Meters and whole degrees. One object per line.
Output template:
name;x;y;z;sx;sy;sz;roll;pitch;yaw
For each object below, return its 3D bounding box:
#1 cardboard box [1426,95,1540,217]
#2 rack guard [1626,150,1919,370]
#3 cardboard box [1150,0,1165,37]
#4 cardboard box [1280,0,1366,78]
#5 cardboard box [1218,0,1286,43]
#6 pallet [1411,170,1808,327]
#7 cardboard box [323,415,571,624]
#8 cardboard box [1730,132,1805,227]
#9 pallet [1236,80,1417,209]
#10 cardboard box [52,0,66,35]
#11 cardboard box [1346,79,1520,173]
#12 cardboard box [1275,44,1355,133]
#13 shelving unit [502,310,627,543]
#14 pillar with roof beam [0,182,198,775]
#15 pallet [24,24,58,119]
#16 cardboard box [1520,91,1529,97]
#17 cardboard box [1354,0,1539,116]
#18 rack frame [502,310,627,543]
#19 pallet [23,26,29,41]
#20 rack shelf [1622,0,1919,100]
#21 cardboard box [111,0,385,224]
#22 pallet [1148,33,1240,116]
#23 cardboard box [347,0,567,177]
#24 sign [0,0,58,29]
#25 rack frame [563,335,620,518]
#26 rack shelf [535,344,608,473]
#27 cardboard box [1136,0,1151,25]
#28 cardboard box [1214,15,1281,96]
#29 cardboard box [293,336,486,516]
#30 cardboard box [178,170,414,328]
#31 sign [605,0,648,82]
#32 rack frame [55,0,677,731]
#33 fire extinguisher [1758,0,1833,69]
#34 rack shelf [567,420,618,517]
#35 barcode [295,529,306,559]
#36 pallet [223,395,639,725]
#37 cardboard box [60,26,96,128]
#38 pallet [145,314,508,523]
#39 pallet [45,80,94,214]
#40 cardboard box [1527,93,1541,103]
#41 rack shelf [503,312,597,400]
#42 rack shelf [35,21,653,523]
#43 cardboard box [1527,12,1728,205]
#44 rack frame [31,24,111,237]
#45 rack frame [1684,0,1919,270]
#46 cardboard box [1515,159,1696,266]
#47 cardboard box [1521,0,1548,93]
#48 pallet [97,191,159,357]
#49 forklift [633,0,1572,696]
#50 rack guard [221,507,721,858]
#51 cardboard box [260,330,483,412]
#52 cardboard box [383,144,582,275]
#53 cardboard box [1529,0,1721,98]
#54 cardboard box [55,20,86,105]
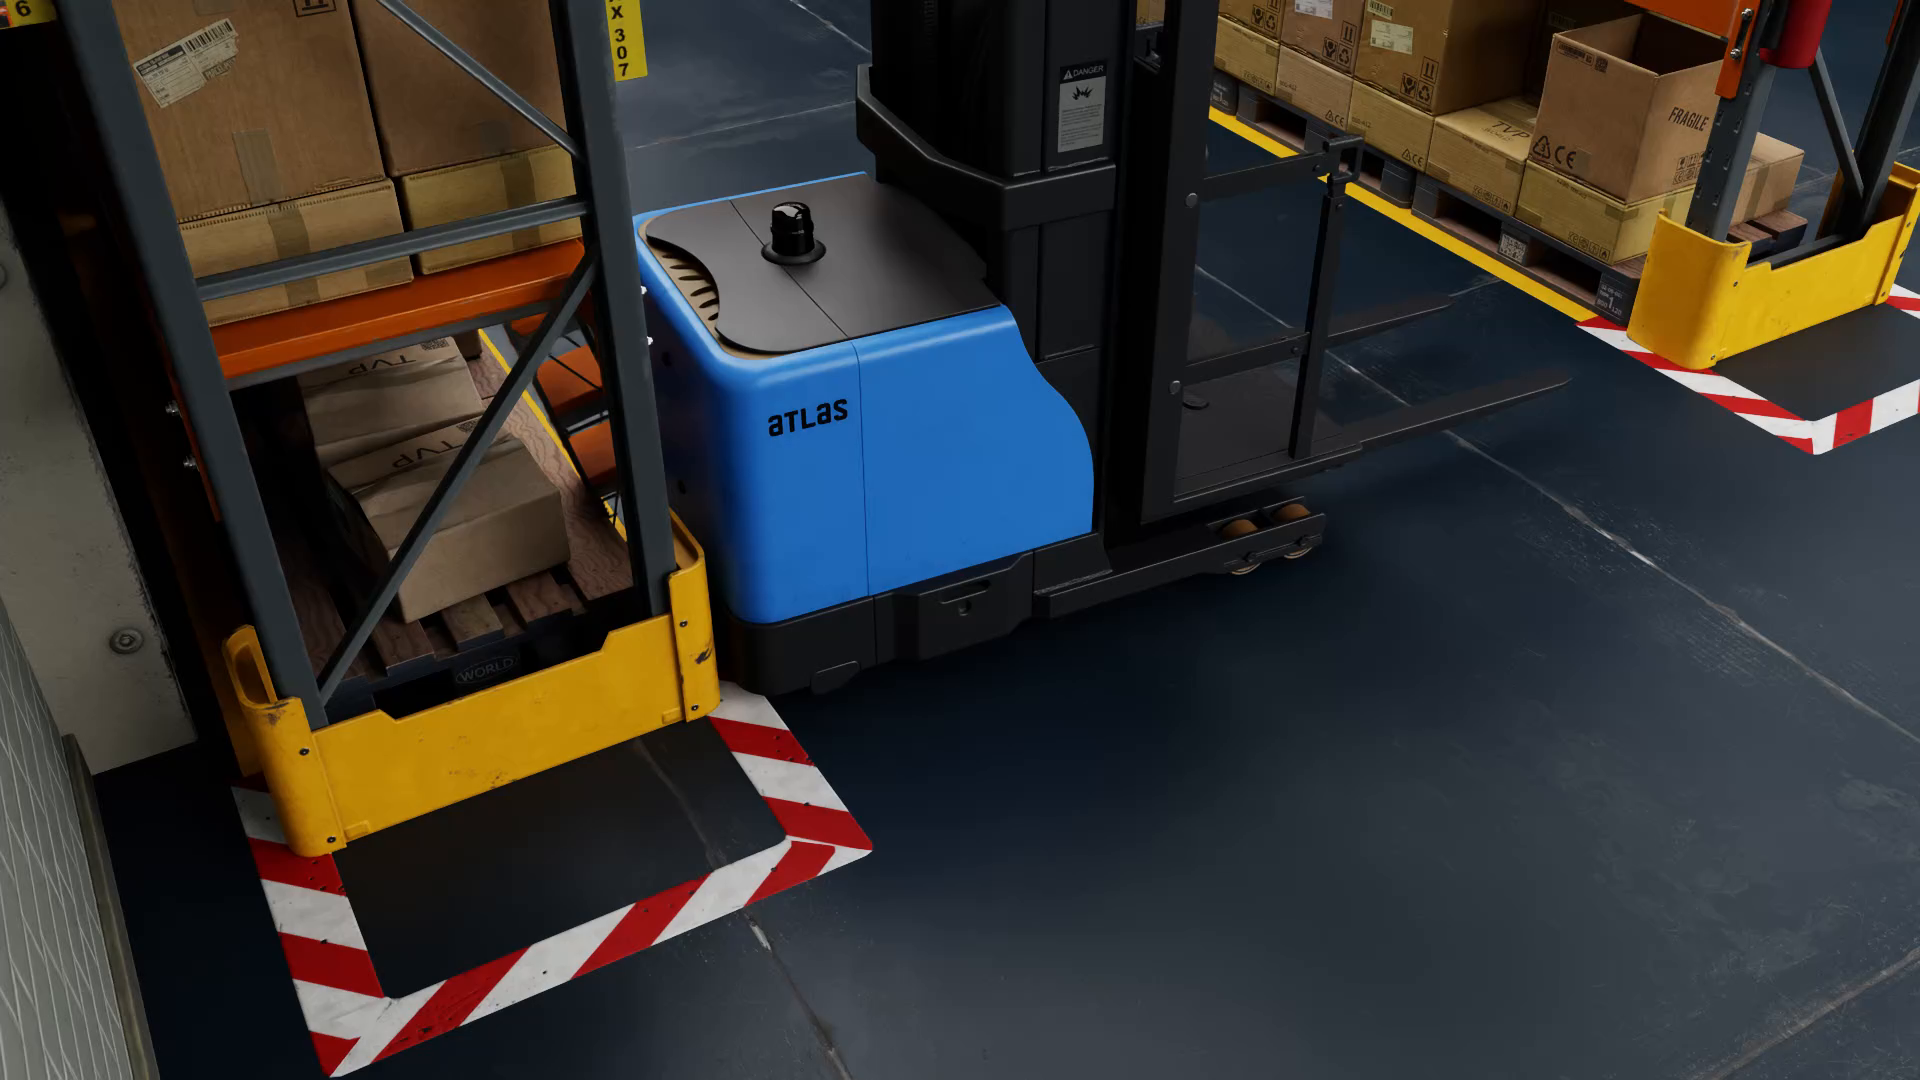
cardboard box;2.298;-1.591;6.860;0.500;0.250;0.500;-19;40;-24
rack guard;3.096;-1.072;6.295;1.175;0.500;0.348;-19;40;-24
cardboard box;1.292;-2.610;8.256;0.500;0.250;0.500;-19;40;-24
cardboard box;1.792;-2.402;7.336;0.500;0.500;0.500;-19;40;-24
cardboard box;1.539;-2.657;7.684;0.500;0.500;0.500;-19;40;-24
pallet;2.664;-1.346;6.913;1.003;0.211;1.213;-19;40;-24
cardboard box;-1.467;-0.096;4.745;0.500;0.311;0.500;-24;42;-29
cardboard box;3.007;-1.493;6.726;0.500;0.250;0.500;-19;40;-24
pallet;2.055;-1.967;7.764;1.003;0.211;1.213;-19;40;-24
cardboard box;-2.126;-1.574;4.336;0.500;0.500;0.500;-20;41;-25
cardboard box;2.045;-1.845;7.208;0.500;0.250;0.500;-19;40;-24
cardboard box;1.795;-2.101;7.558;0.500;0.250;0.500;-19;40;-24
shelving unit;-1.103;-0.406;4.871;0.215;1.050;0.252;-25;44;-9
pillar with roof beam;1.426;-4.423;3.677;9.100;9.000;0.400;-19;40;-24
pallet;-4.216;-2.558;8.573;1.003;0.211;1.213;-19;40;-24
cardboard box;2.502;-2.002;7.423;0.500;0.250;0.500;-19;40;-24
cardboard box;2.042;-2.147;6.986;0.500;0.500;0.500;-19;40;-24
rack frame;-1.056;-0.335;4.784;0.200;1.050;0.008;-25;44;-9
pallet;-4.825;-3.179;9.424;1.003;0.211;1.213;-19;40;-24
rack shelf;2.079;-2.824;7.183;1.077;0.370;4.000;-19;40;-24
cardboard box;-1.618;-1.052;3.622;0.500;0.500;0.500;-19;40;-24
pallet;1.438;-2.590;8.617;1.003;0.211;1.213;-19;40;-24
cardboard box;-1.177;-1.207;3.834;0.500;0.500;0.500;-19;40;-24
sign;-1.687;-1.065;2.916;0.100;0.325;0.005;-19;40;-24
rack frame;-1.151;-0.477;4.958;0.200;1.050;0.008;-25;44;-9
rack shelf;-1.101;-0.399;4.878;0.215;0.259;0.240;-25;44;-9
cardboard box;1.045;-2.867;8.607;0.500;0.250;0.500;-19;40;-24
cardboard box;1.539;-2.354;7.905;0.500;0.250;0.500;-19;40;-24
cardboard box;-1.753;-0.386;5.143;0.500;0.311;0.500;-16;39;-20
cardboard box;-1.600;-0.753;3.848;0.500;0.250;0.500;-18;40;-23
sign;-0.728;-1.135;3.527;0.100;0.325;0.005;-19;40;-24
rack frame;-1.197;-0.624;3.562;1.000;3.000;0.127;-19;40;-24
fire extinguisher;2.742;-1.865;5.326;0.296;0.674;0.183;-19;40;-24
rack shelf;-1.042;-0.204;5.068;0.215;0.259;0.240;-25;44;-9
barcode;-1.822;0.010;4.592;0.001;0.075;0.075;-19;40;-24
pallet;-1.613;0.038;5.019;1.003;0.211;1.213;-19;40;-24
cardboard box;-2.126;-1.269;4.555;0.500;0.250;0.500;-19;40;-24
pallet;-2.222;-0.583;5.870;1.003;0.211;1.213;-19;40;-24
pallet;-3.599;-1.935;7.720;1.003;0.211;1.213;-19;40;-24
cardboard box;2.753;-1.747;7.073;0.500;0.250;0.500;-19;40;-24
rack shelf;-1.162;-0.597;4.684;0.215;0.259;0.240;-25;44;-9
rack shelf;-2.202;-1.354;5.170;1.077;0.370;4.000;-19;40;-24
cardboard box;2.557;-1.641;6.294;0.500;0.500;0.500;-19;40;-24
rack frame;-3.207;-2.664;6.355;1.000;3.000;0.127;-19;40;-24
rack frame;3.084;-2.094;5.574;1.000;3.000;0.127;-19;40;-24
cardboard box;2.559;-1.339;6.516;0.500;0.250;0.500;-19;40;-24
cardboard box;2.492;-2.301;7.197;0.500;0.500;0.500;-19;40;-24
pallet;-2.839;-1.206;6.722;1.003;0.211;1.213;-19;40;-24
forklift;0.564;-1.343;4.603;3.031;2.935;1.130;-16;39;-20
rack guard;-1.235;0.346;4.352;1.175;0.500;0.348;-19;40;-24
cardboard box;-2.079;-0.852;5.619;0.700;0.500;0.500;-22;41;-27
cardboard box;-1.168;-0.915;4.070;0.500;0.250;0.500;-20;41;-25
cardboard box;2.754;-2.050;6.853;0.500;0.500;0.500;-19;40;-24
cardboard box;-2.382;-1.526;4.907;0.500;0.250;0.500;-18;40;-23
